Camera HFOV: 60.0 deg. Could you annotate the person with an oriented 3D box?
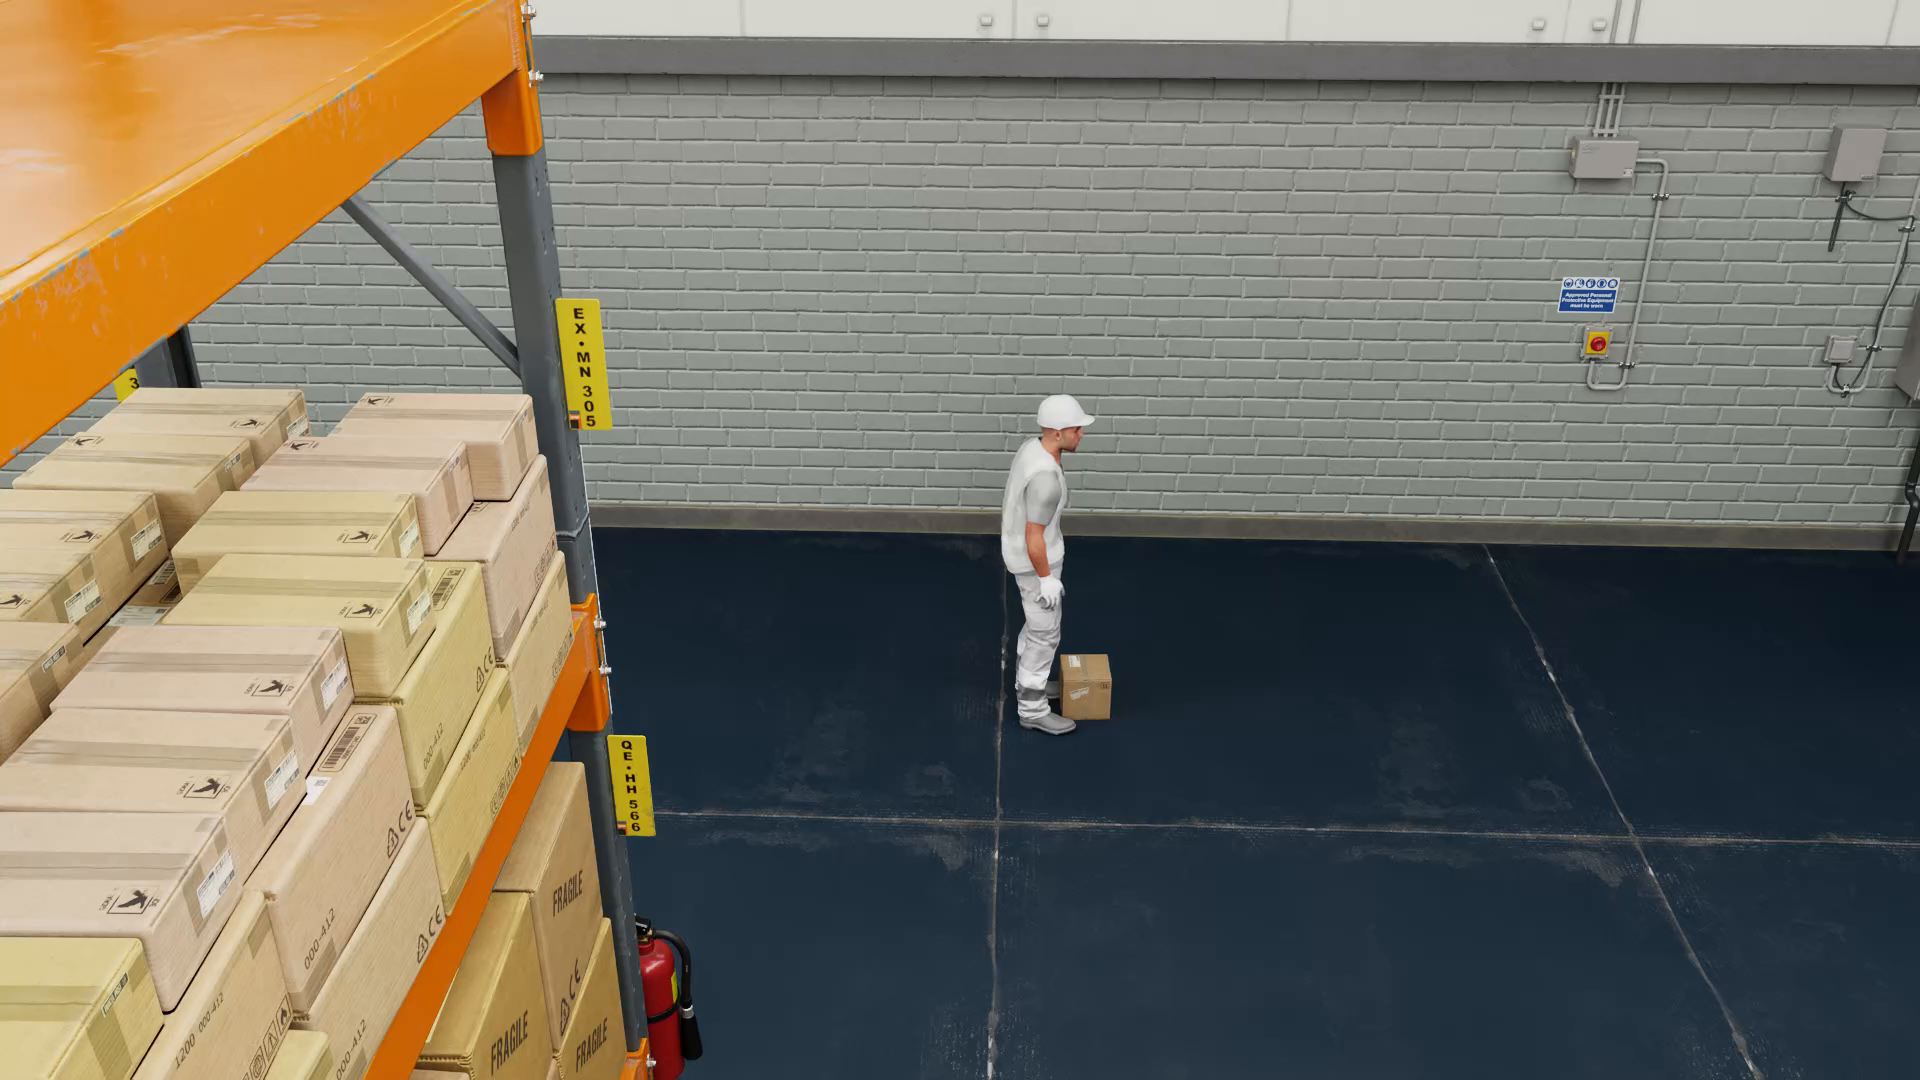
[{"bbox_3d":[0.429,0.103,8.408,0.449,1.779,0.609,1,28,2],"label":"person"}]
